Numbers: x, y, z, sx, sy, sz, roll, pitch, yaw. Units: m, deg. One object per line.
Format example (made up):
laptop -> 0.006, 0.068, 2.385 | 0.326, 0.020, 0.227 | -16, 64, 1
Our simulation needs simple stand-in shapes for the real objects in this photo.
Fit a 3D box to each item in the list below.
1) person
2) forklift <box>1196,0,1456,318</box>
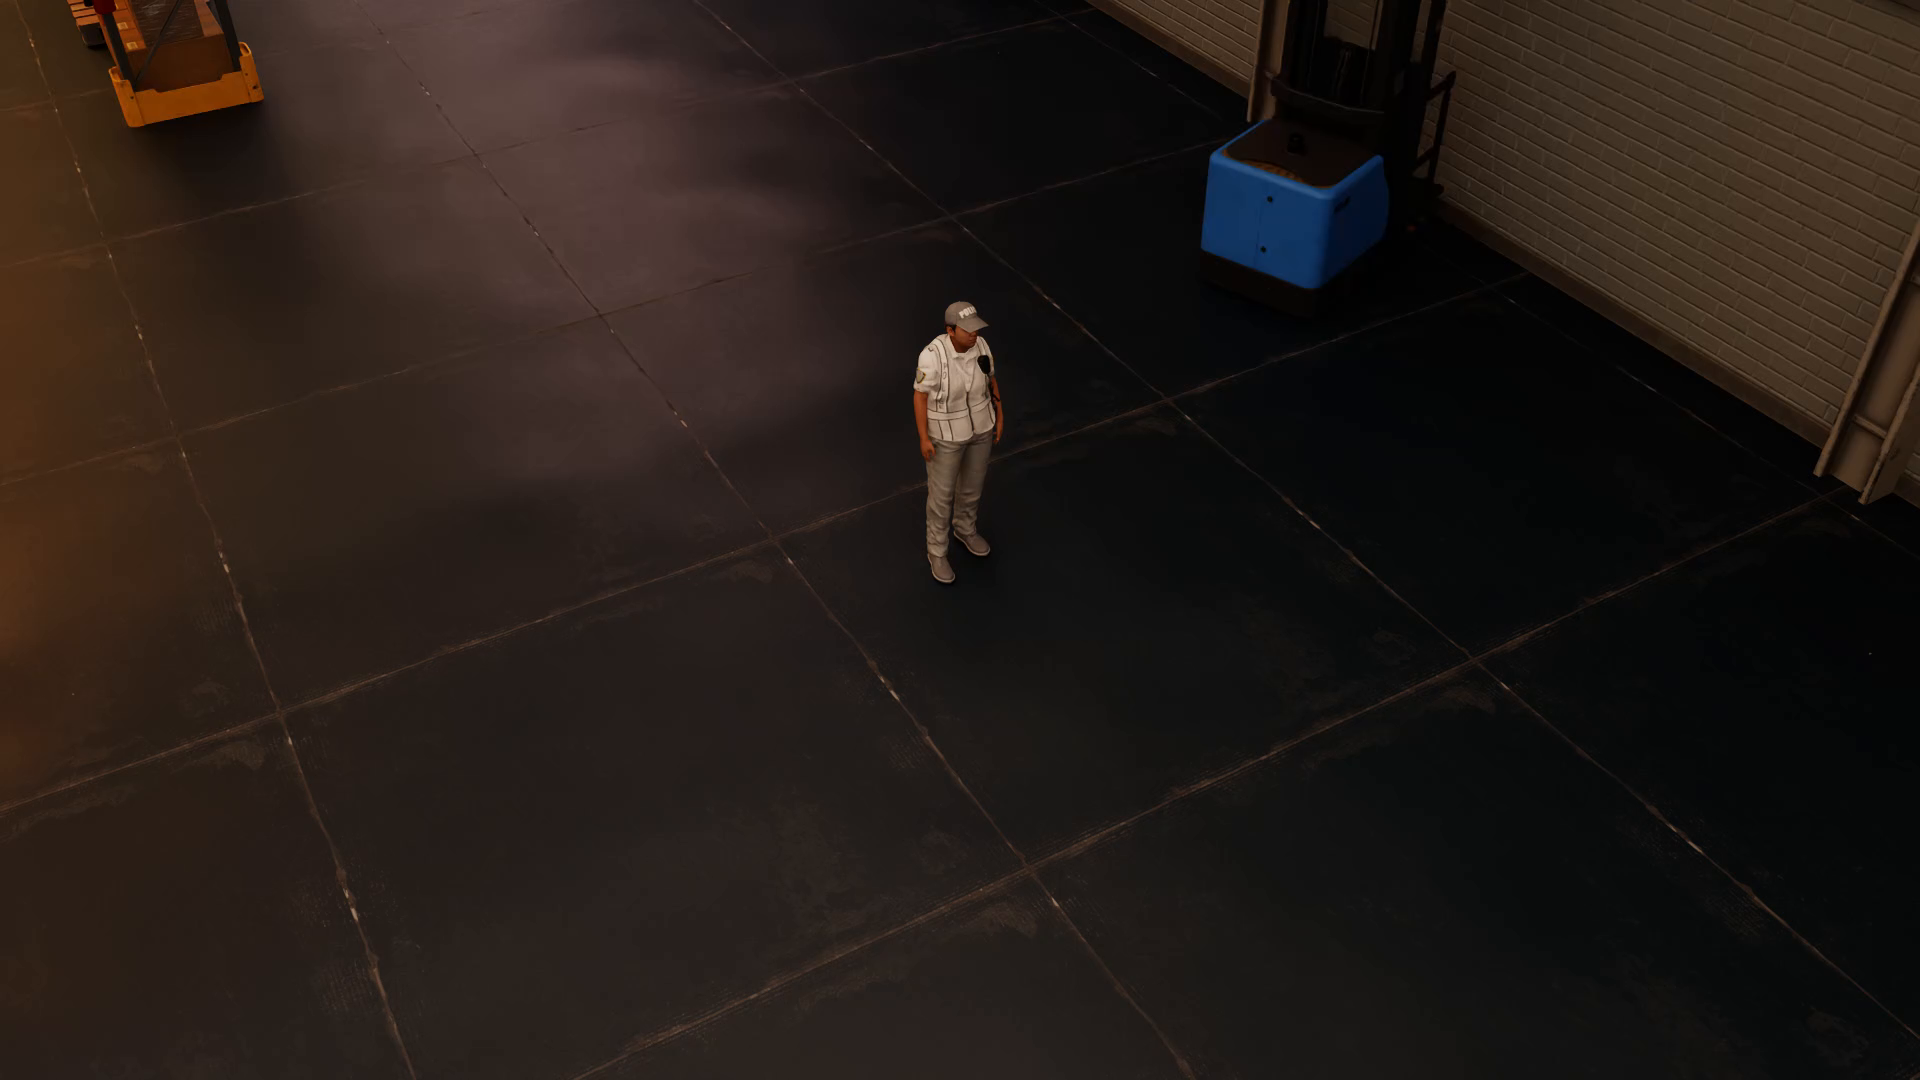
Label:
person -> 0.019, -0.598, 9.735 | 0.598, 1.670, 0.529 | -20, 44, -23
forklift -> 3.113, -3.627, 12.409 | 1.130, 2.935, 3.031 | 27, 47, 29
